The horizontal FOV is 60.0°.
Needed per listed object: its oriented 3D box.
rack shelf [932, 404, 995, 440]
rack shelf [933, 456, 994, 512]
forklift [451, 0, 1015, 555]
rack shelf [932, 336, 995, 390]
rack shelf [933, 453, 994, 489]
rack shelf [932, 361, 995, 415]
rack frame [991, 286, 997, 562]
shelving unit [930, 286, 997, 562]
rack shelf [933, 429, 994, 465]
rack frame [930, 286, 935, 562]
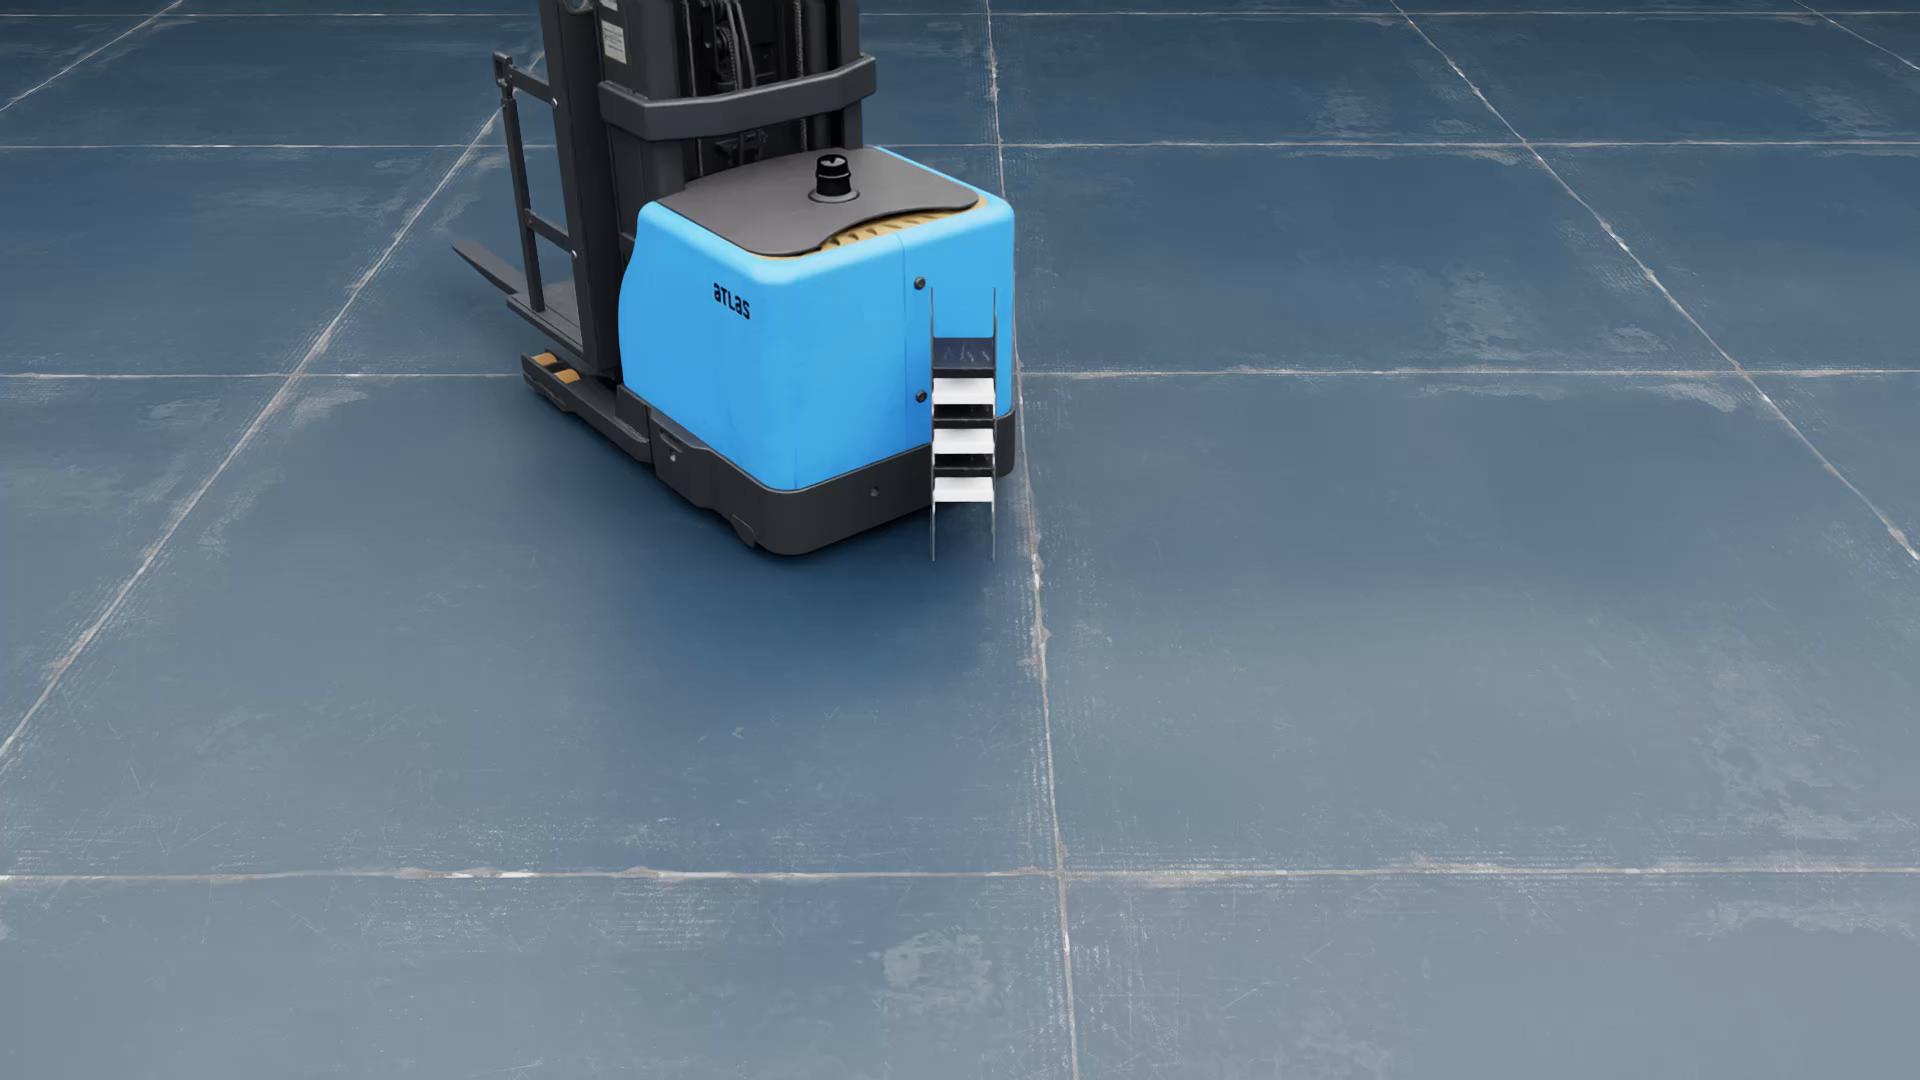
[{"bbox_3d":[0.011,-0.420,5.466,0.200,0.077,0.258,0,31,0],"label":"rack shelf"},{"bbox_3d":[0.011,-0.190,5.606,0.200,0.077,0.258,0,31,0],"label":"rack shelf"},{"bbox_3d":[-1.109,-1.903,6.061,1.130,2.935,3.031,-22,38,-32],"label":"forklift"},{"bbox_3d":[0.011,-0.574,5.373,0.200,0.077,0.258,0,31,0],"label":"rack shelf"},{"bbox_3d":[0.011,-0.267,5.560,0.200,0.077,0.258,0,31,0],"label":"rack shelf"},{"bbox_3d":[0.011,-0.497,5.420,0.200,0.077,0.258,0,31,0],"label":"rack shelf"},{"bbox_3d":[0.113,-0.372,5.496,0.006,0.900,0.240,0,31,0],"label":"rack frame"},{"bbox_3d":[0.011,-0.372,5.496,0.210,0.900,0.258,0,31,0],"label":"shelving unit"},{"bbox_3d":[0.011,-0.344,5.513,0.200,0.077,0.258,0,31,0],"label":"rack shelf"},{"bbox_3d":[-0.091,-0.372,5.495,0.006,0.900,0.240,0,31,0],"label":"rack frame"}]
